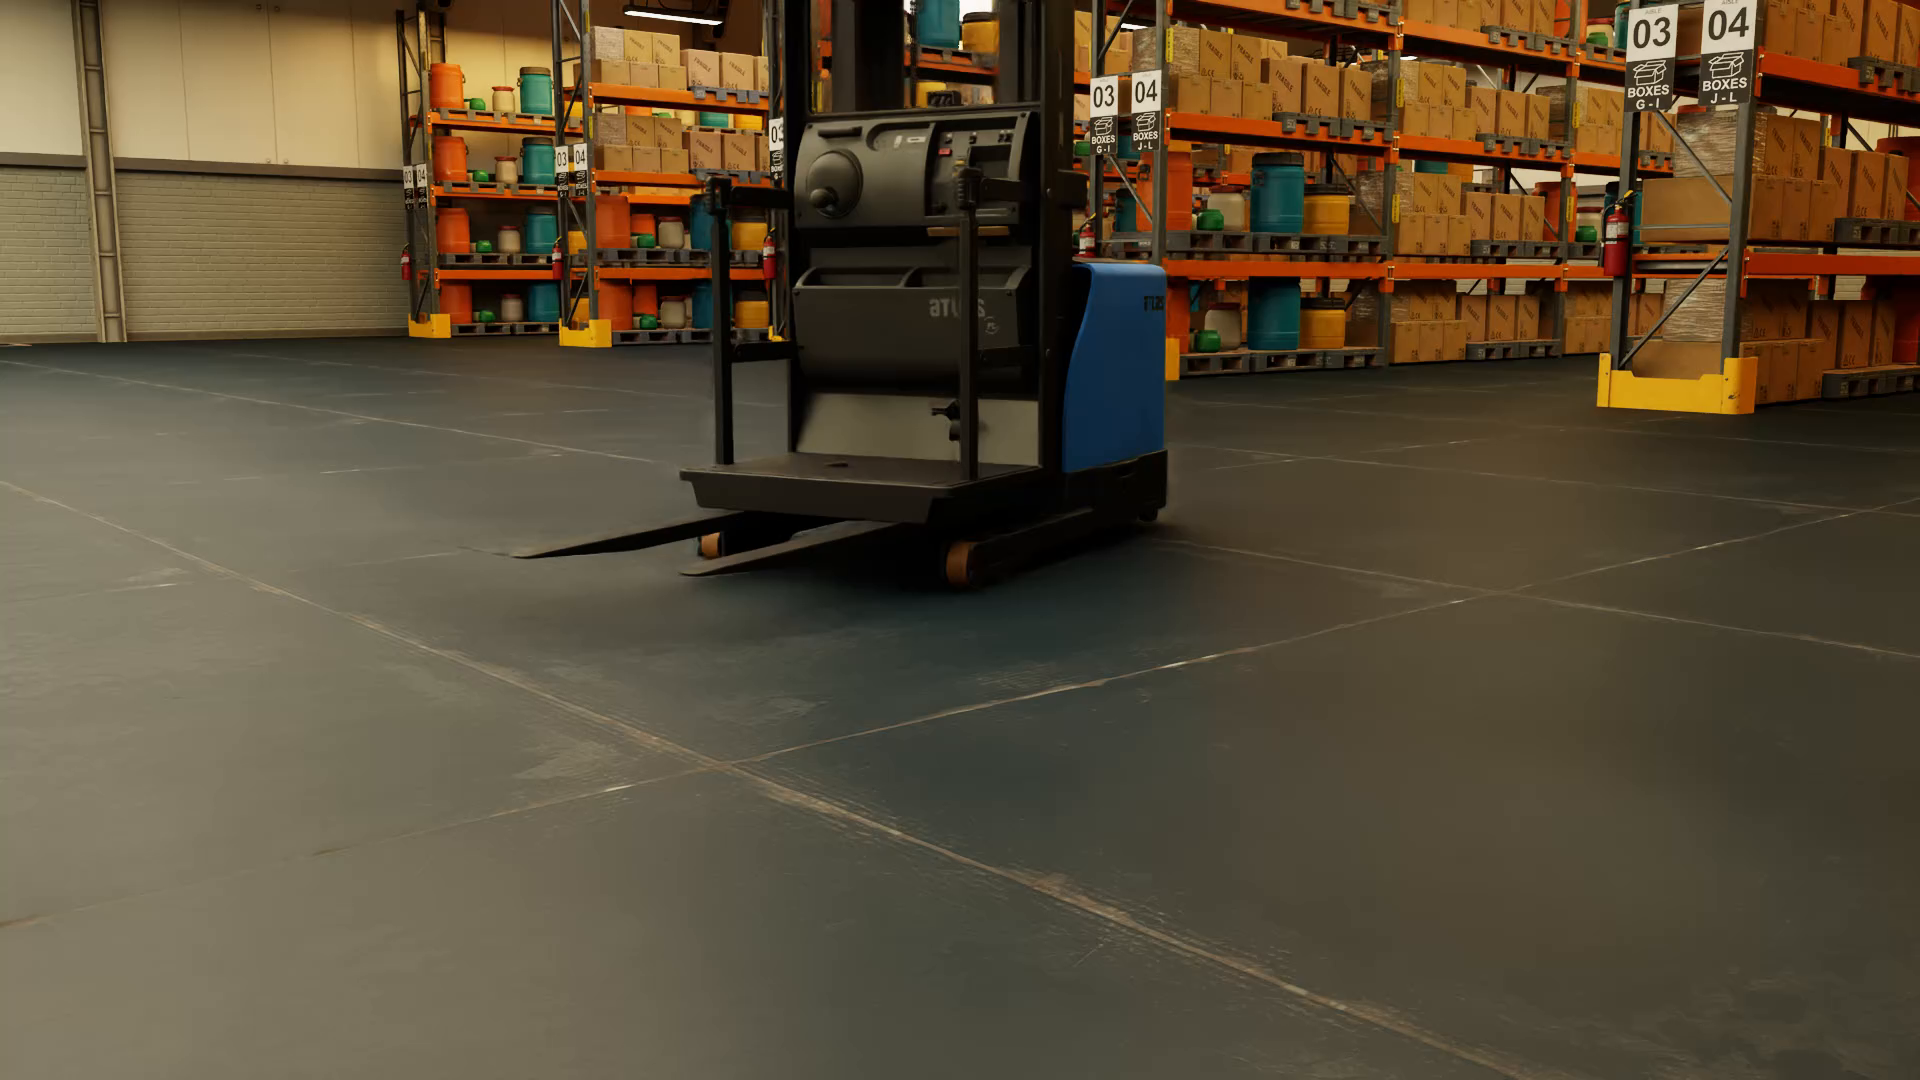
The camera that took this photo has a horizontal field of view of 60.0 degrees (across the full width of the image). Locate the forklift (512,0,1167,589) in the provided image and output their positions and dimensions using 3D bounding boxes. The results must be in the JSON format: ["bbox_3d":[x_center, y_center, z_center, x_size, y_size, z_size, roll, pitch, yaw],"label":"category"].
[{"bbox_3d":[-0.279,-1.363,5.761,1.130,2.935,3.031,5,10,28],"label":"forklift"}]
